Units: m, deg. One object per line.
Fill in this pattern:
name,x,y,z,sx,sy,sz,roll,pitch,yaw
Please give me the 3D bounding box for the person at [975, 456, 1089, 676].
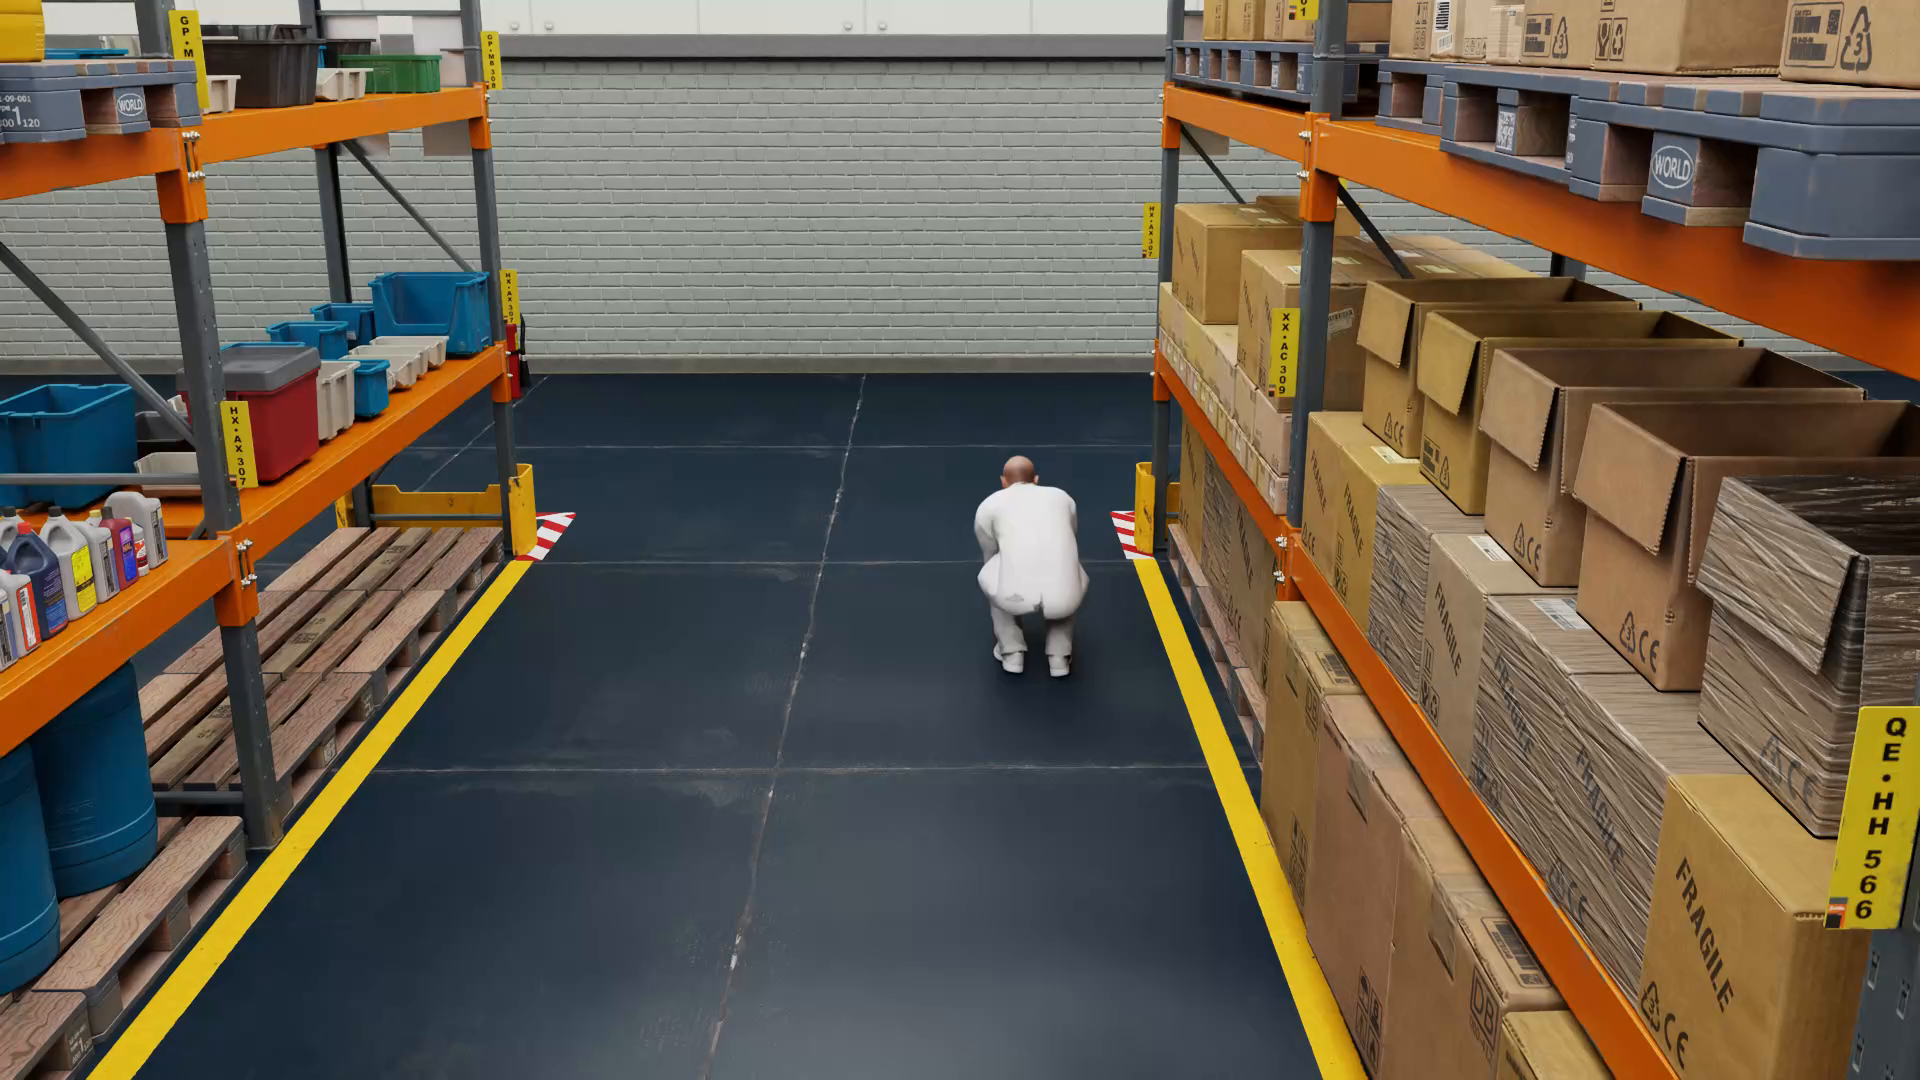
person,0.368,0.130,8.516,0.582,0.986,0.925,-1,17,-2
